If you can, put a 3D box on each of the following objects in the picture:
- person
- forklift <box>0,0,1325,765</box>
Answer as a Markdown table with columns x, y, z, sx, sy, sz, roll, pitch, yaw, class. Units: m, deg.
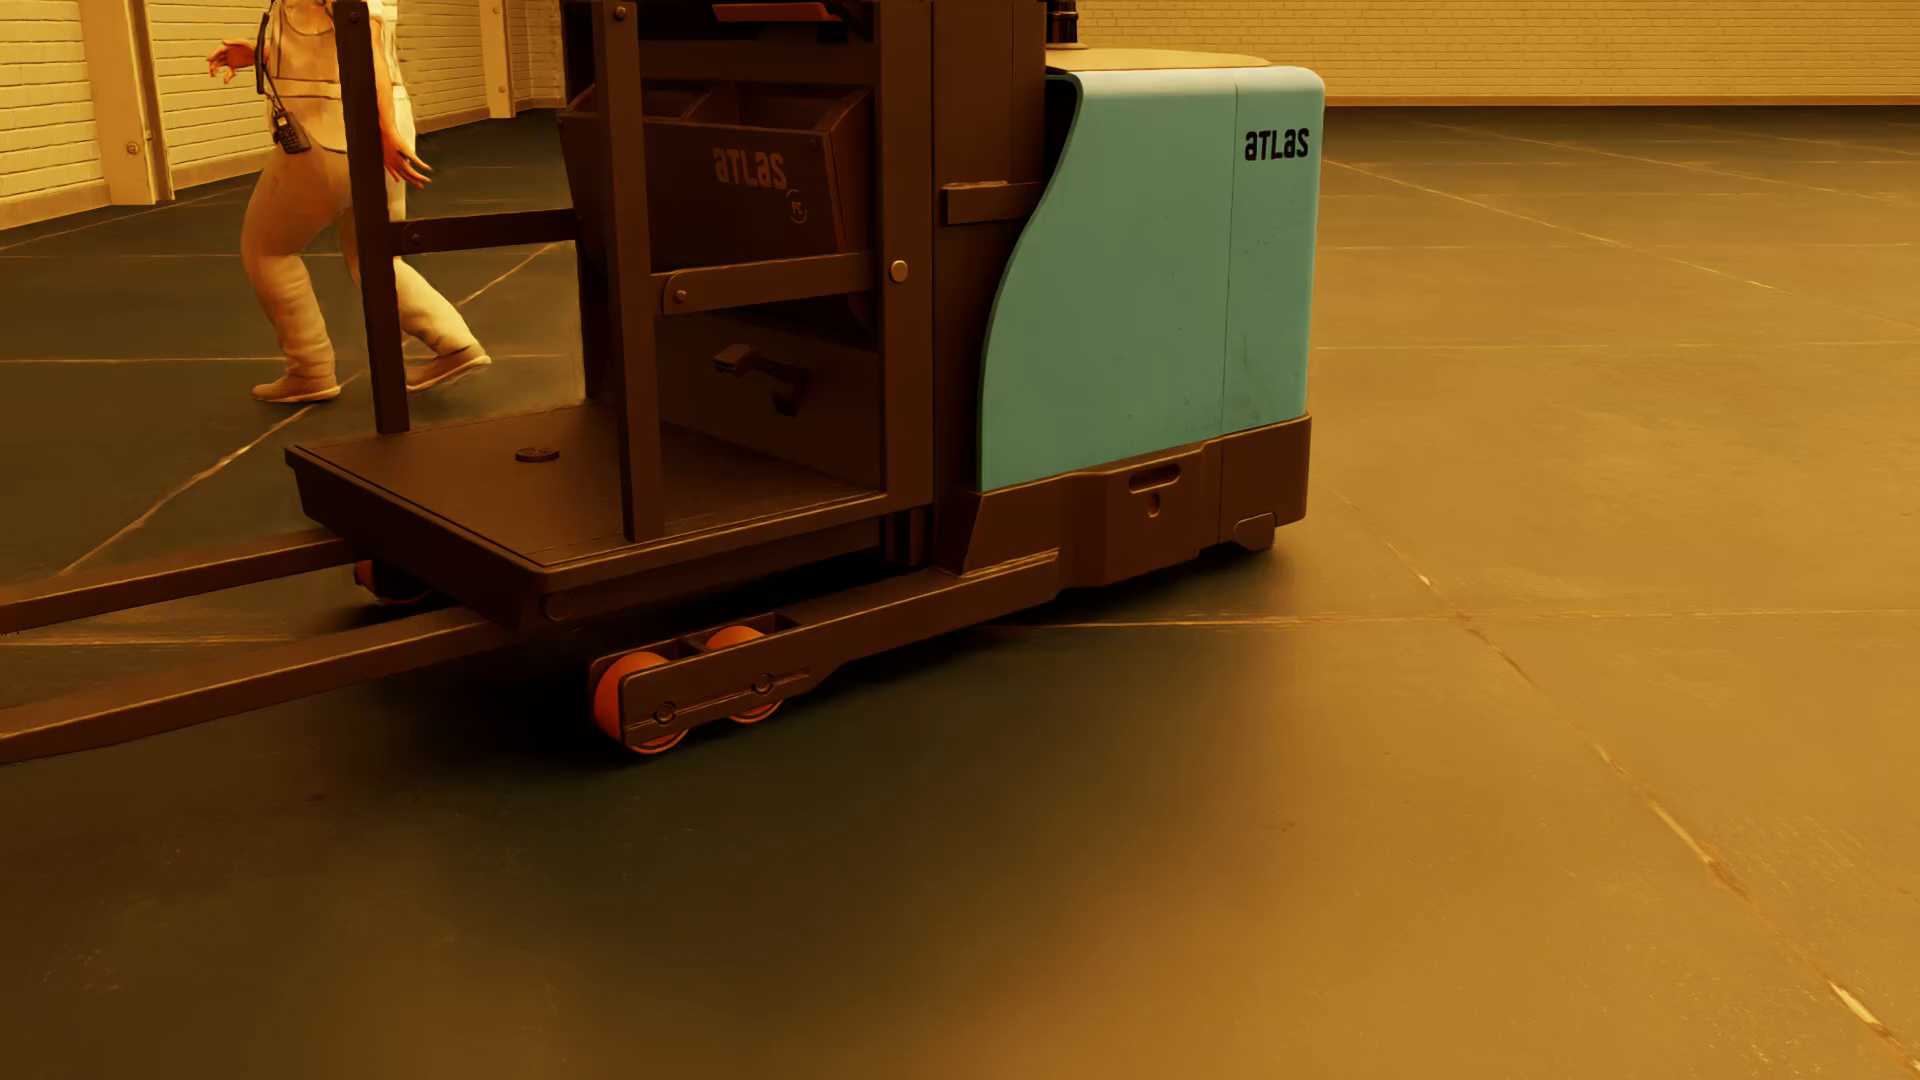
| x | y | z | sx | sy | sz | roll | pitch | yaw | class |
| --- | --- | --- | --- | --- | --- | --- | --- | --- | --- |
| -1.897 | -1.223 | 5.134 | 0.886 | 1.669 | 0.583 | 5 | 18 | 16 | person |
| -0.637 | -1.219 | 2.894 | 3.031 | 2.935 | 1.130 | -14 | 22 | -39 | forklift |
